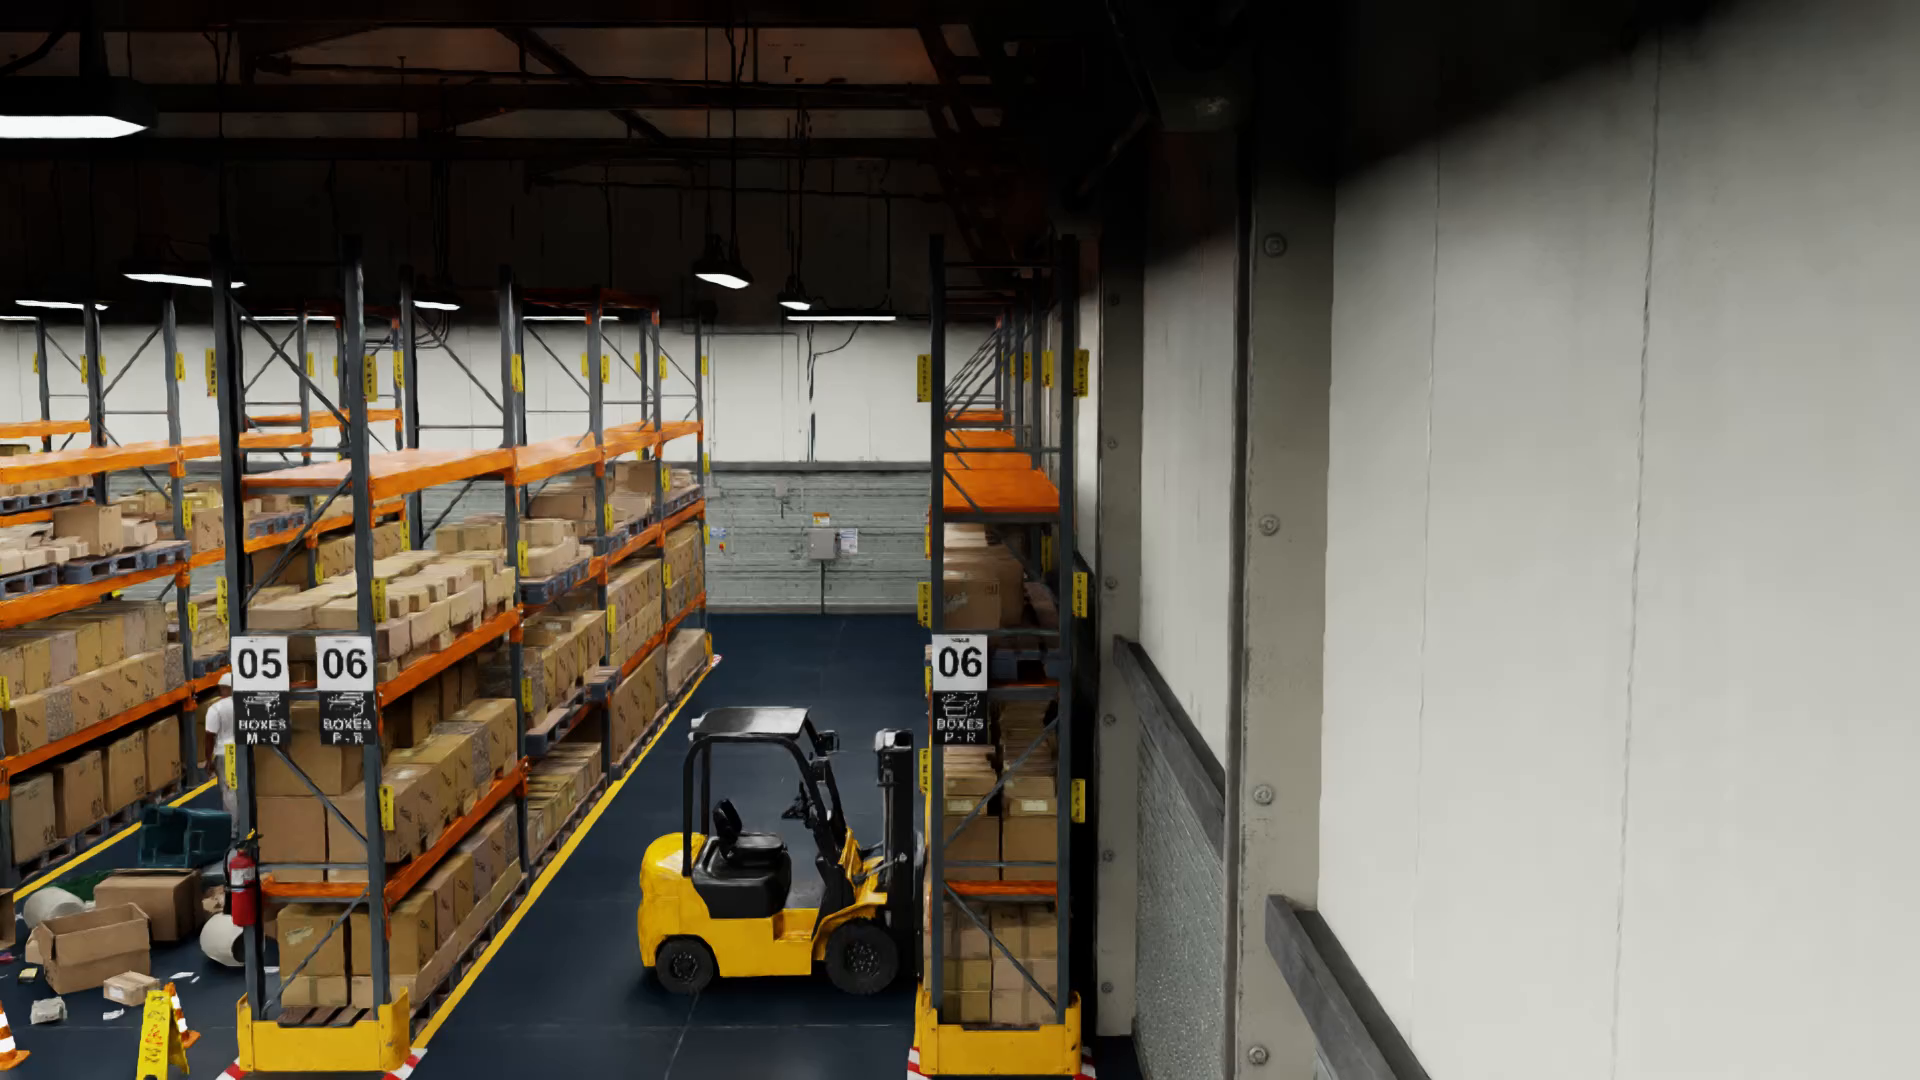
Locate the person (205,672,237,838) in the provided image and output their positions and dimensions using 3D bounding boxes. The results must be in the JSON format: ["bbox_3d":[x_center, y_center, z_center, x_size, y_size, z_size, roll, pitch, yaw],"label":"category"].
[{"bbox_3d":[-7.911,2.295,17.950,0.481,1.765,0.625,4,7,30],"label":"person"}]

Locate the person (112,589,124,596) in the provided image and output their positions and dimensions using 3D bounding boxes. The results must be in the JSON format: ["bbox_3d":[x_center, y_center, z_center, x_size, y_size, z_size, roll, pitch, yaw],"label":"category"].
[{"bbox_3d":[-12.384,1.573,24.426,0.464,1.772,0.598,-2,7,-20],"label":"person"}]
